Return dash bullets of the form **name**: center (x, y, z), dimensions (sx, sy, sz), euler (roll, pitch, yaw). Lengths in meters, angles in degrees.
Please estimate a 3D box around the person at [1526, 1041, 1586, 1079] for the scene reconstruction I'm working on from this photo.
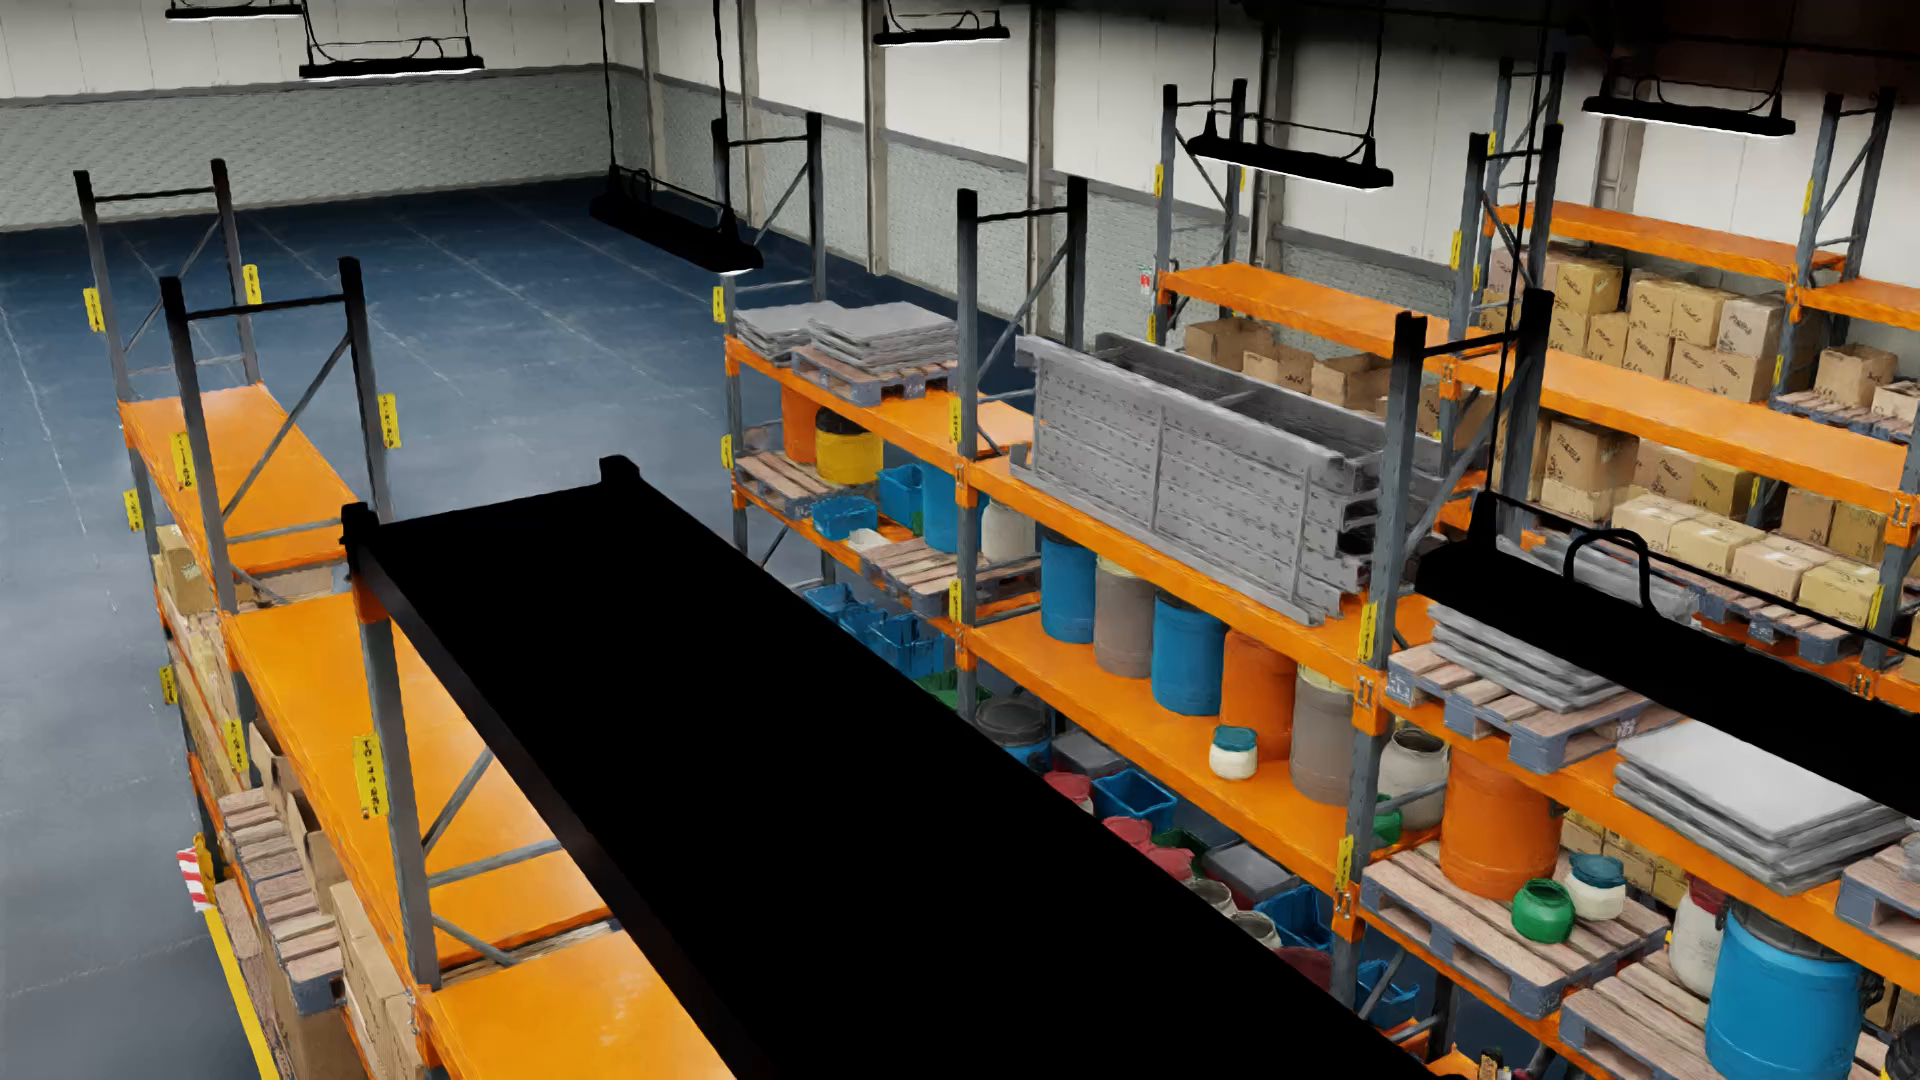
- **person**: center (4.133, 3.233, 11.159), dimensions (0.534, 1.589, 0.522), euler (-2, 22, -6)
